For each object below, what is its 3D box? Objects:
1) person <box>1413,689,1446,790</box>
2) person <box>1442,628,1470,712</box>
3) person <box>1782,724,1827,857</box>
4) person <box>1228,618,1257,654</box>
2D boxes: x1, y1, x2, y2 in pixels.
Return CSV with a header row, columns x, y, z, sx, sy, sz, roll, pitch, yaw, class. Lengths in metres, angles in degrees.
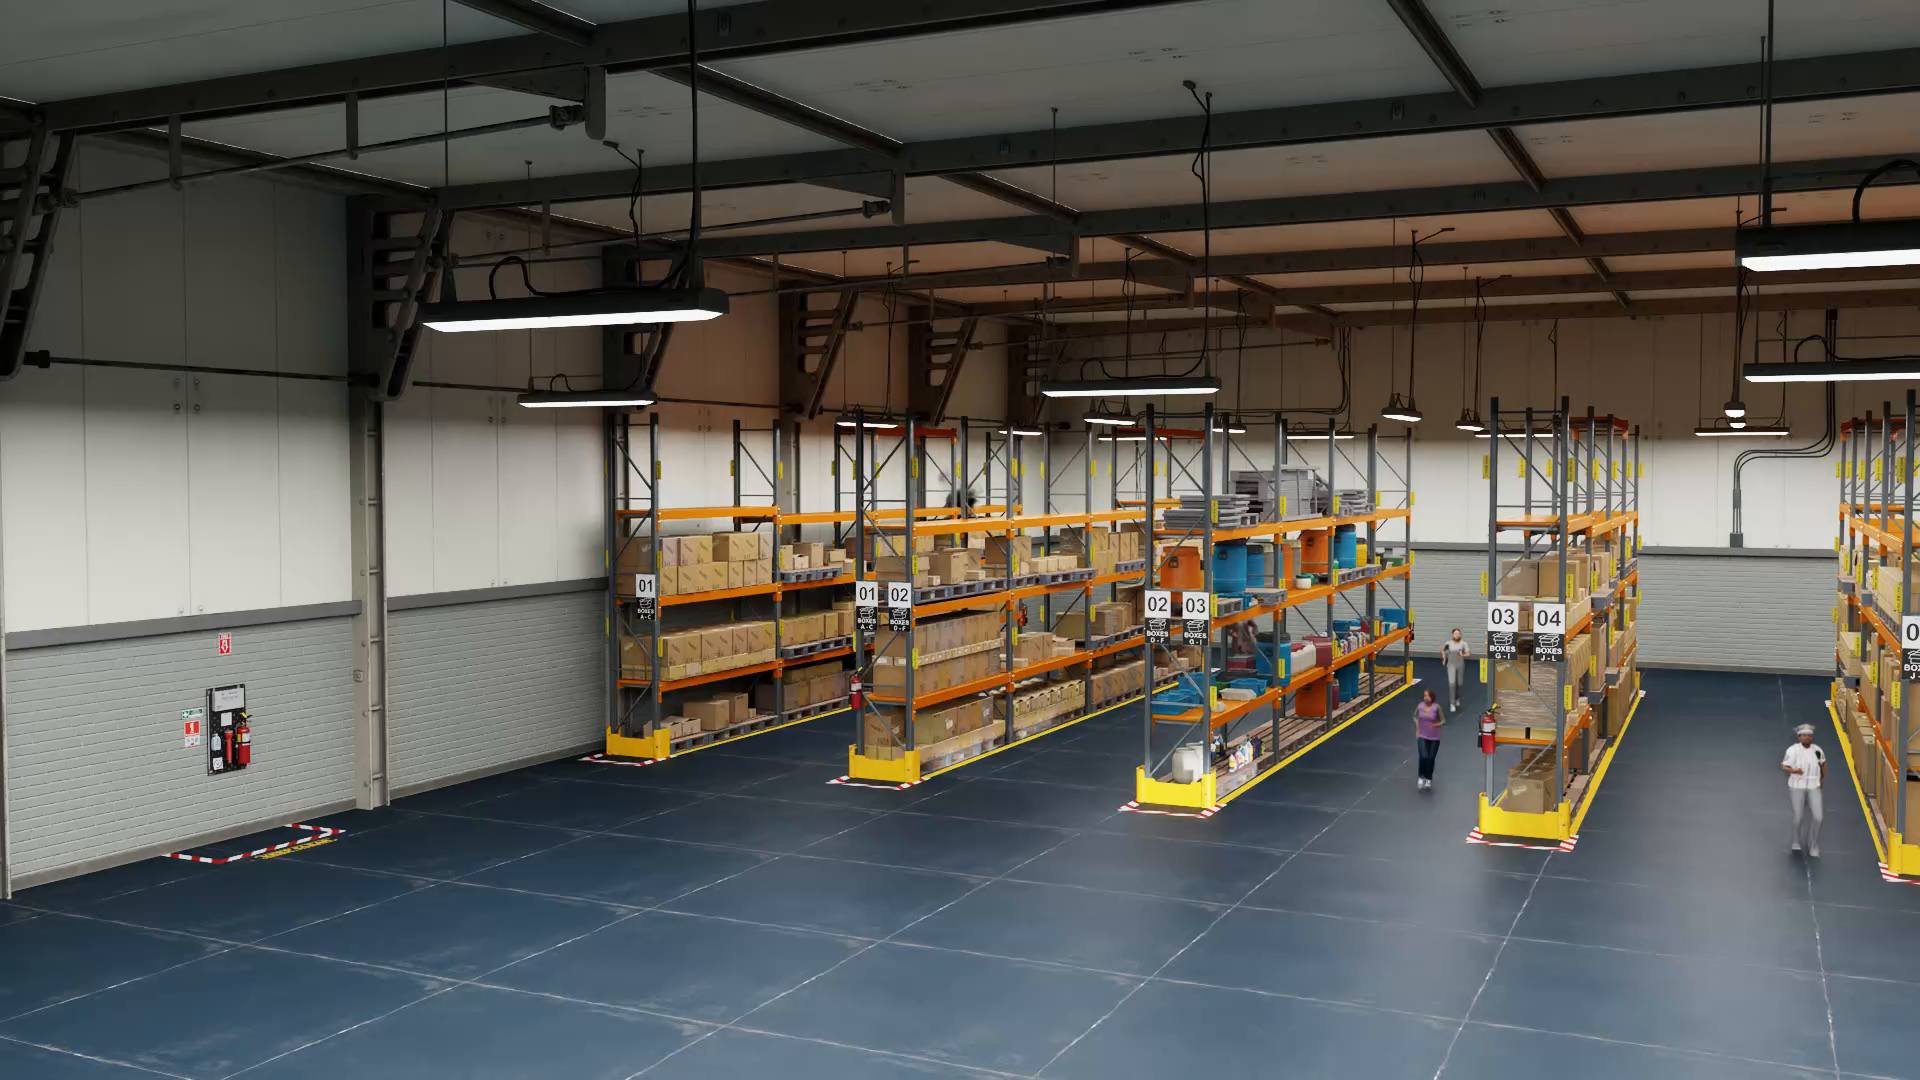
x,y,z,sx,sy,sz,roll,pitch,yaw,class
7.320,3.128,25.970,0.510,1.571,0.646,1,3,20,person
10.347,2.690,34.706,0.546,1.702,0.880,0,2,12,person
10.986,3.257,21.592,0.569,1.739,0.629,1,2,15,person
6.591,2.493,39.065,0.735,1.848,0.695,1,3,20,person
